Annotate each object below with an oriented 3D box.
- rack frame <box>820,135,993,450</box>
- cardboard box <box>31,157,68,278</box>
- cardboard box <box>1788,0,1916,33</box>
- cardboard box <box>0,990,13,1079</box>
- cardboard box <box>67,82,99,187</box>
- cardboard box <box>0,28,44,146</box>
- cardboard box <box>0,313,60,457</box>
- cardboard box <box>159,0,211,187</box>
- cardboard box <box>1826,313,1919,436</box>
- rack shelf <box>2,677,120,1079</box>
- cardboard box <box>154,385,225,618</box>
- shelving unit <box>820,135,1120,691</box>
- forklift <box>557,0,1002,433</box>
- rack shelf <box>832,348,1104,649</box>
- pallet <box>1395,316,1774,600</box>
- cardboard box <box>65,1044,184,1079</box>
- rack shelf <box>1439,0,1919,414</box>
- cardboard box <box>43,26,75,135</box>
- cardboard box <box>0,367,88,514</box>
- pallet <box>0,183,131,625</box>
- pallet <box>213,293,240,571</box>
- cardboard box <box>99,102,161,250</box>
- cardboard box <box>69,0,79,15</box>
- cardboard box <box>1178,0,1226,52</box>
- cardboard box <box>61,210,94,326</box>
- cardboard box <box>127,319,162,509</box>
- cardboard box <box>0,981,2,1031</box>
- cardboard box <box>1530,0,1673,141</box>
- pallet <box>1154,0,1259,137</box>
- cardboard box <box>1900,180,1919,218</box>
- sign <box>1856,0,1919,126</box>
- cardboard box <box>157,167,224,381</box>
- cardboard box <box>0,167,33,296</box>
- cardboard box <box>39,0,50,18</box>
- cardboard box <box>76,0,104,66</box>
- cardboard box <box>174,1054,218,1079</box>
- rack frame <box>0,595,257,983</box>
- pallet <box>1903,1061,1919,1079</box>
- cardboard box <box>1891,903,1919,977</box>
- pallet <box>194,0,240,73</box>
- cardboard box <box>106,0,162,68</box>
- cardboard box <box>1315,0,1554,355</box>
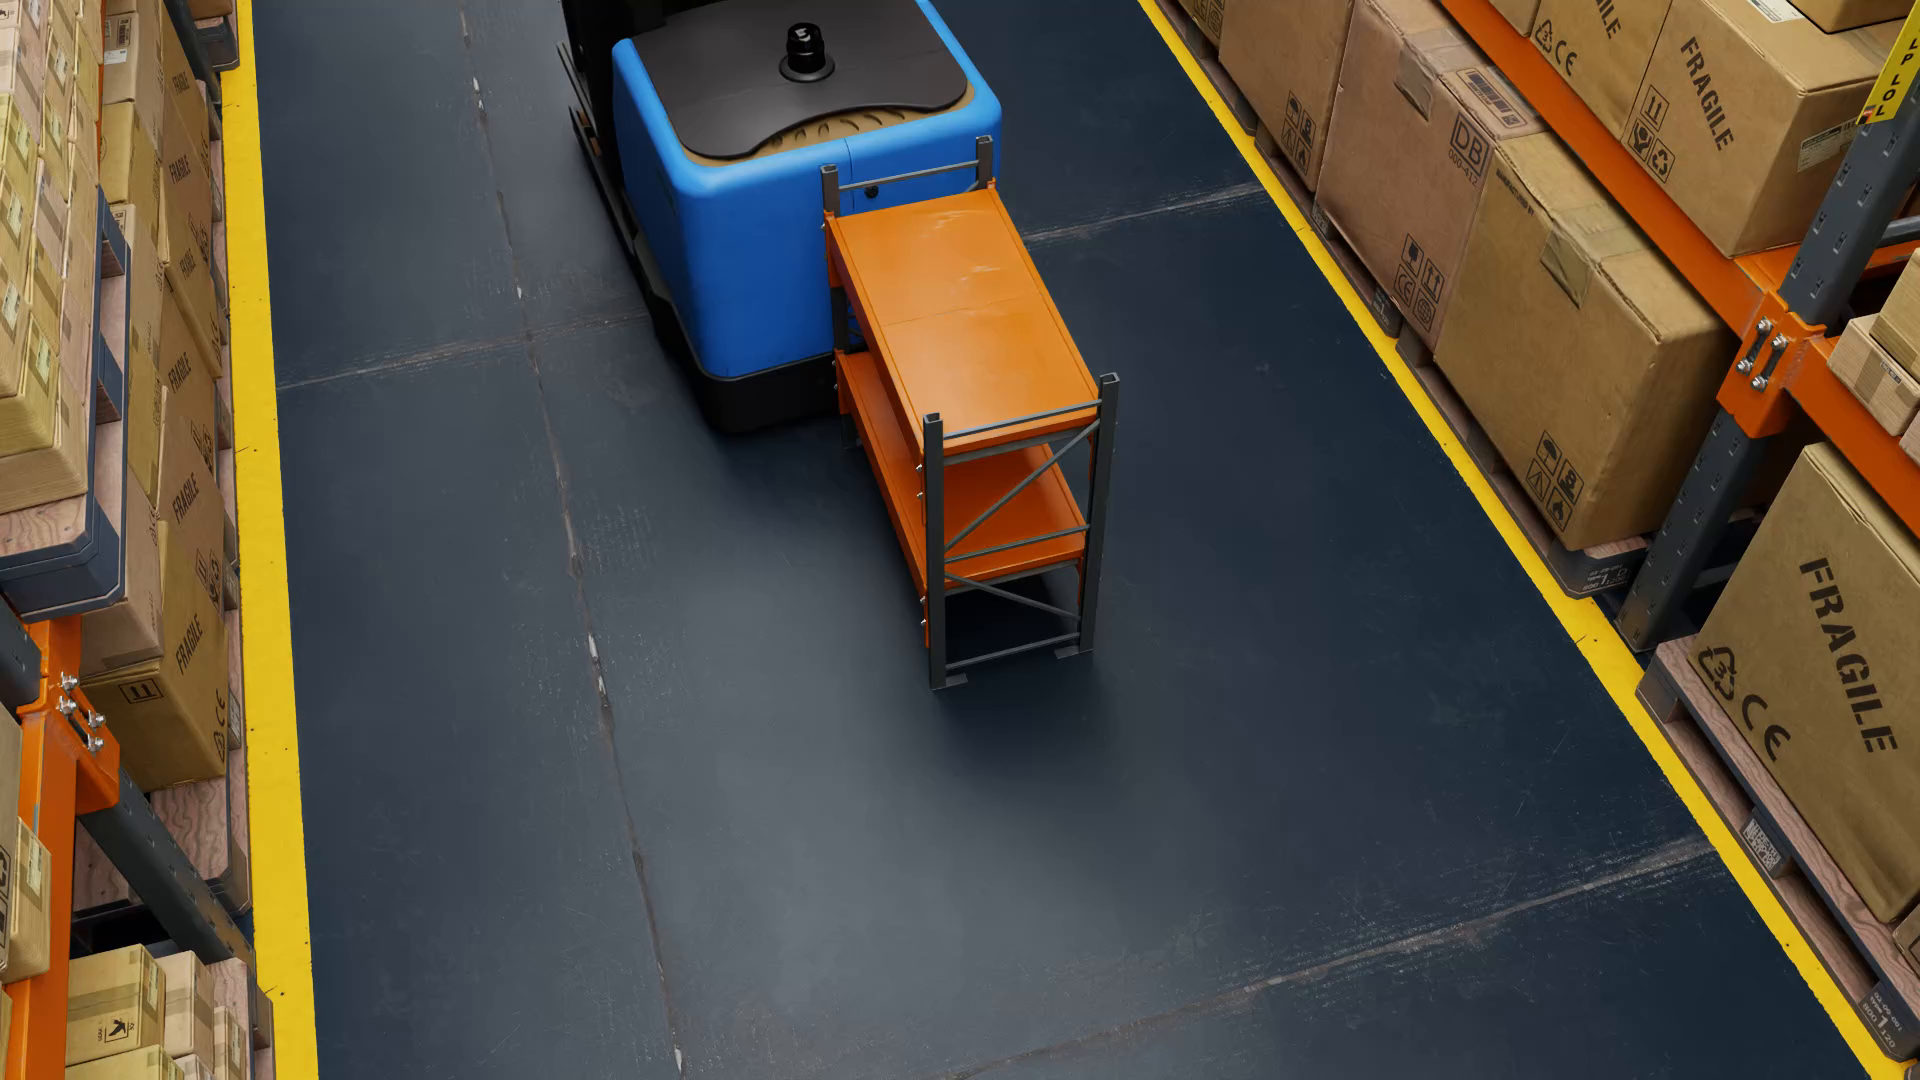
[{"bbox_3d":[-0.148,-0.729,5.129,0.500,1.125,0.032,-13,51,-11],"label":"rack frame"},{"bbox_3d":[-2.131,-0.652,3.533,0.380,0.149,0.250,-12,51,-10],"label":"cardboard box"},{"bbox_3d":[2.273,-1.601,3.916,0.797,0.503,0.637,-15,51,-12],"label":"cardboard box"},{"bbox_3d":[-1.788,0.876,2.714,0.380,0.149,0.250,-11,51,-10],"label":"cardboard box"},{"bbox_3d":[-2.282,-0.933,3.965,0.380,0.149,0.250,-15,52,-13],"label":"cardboard box"},{"bbox_3d":[-2.209,-0.944,3.584,0.380,0.149,0.250,-14,51,-11],"label":"cardboard box"},{"bbox_3d":[-1.975,-0.275,3.215,0.380,0.149,0.250,-13,51,-10],"label":"cardboard box"},{"bbox_3d":[-3.037,-1.563,5.966,0.500,0.500,0.500,-14,51,-11],"label":"cardboard box"},{"bbox_3d":[2.239,-0.409,3.797,0.380,0.149,0.250,-13,51,-11],"label":"cardboard box"},{"bbox_3d":[-1.707,1.959,2.107,1.077,0.370,4.000,-13,51,-11],"label":"rack shelf"},{"bbox_3d":[-2.422,-0.049,4.689,0.500,0.500,0.500,-11,51,-9],"label":"cardboard box"},{"bbox_3d":[0.002,-0.358,4.816,0.538,1.125,1.048,-13,51,-11],"label":"shelving unit"},{"bbox_3d":[-0.875,-2.449,5.397,1.130,2.935,3.031,-17,52,-14],"label":"forklift"},{"bbox_3d":[0.002,-0.200,5.003,0.538,0.278,1.000,-13,51,-11],"label":"rack shelf"},{"bbox_3d":[2.170,-0.429,5.473,1.003,0.211,1.213,-13,51,-11],"label":"pallet"},{"bbox_3d":[-1.831,1.237,3.446,0.380,0.149,0.250,-13,51,-11],"label":"cardboard box"},{"bbox_3d":[1.878,-2.010,5.453,1.077,0.370,4.000,-13,51,-11],"label":"rack shelf"},{"bbox_3d":[-2.290,-1.039,3.859,0.380,0.149,0.250,-11,51,-10],"label":"cardboard box"},{"bbox_3d":[-1.975,-0.179,3.329,0.380,0.149,0.250,-16,52,-13],"label":"cardboard box"},{"bbox_3d":[-2.385,-0.262,3.635,1.003,0.211,1.213,-13,51,-11],"label":"pallet"},{"bbox_3d":[-2.894,-0.295,5.361,1.003,0.211,1.213,-13,51,-11],"label":"pallet"},{"bbox_3d":[-2.733,-1.045,5.039,0.500,0.250,0.500,-12,51,-10],"label":"cardboard box"},{"bbox_3d":[-2.440,-1.417,4.178,0.380,0.149,0.250,-14,51,-12],"label":"cardboard box"},{"bbox_3d":[1.471,-2.644,6.632,1.225,0.875,0.875,-15,52,-13],"label":"cardboard box"},{"bbox_3d":[-2.133,-0.564,3.653,0.380,0.149,0.250,-13,51,-11],"label":"cardboard box"},{"bbox_3d":[-2.424,-0.292,4.404,0.500,0.250,0.500,-12,51,-10],"label":"cardboard box"},{"bbox_3d":[-1.733,0.808,2.347,0.500,0.500,0.500,-15,51,-12],"label":"cardboard box"},{"bbox_3d":[1.931,-1.456,4.450,0.500,0.500,0.500,-12,51,-10],"label":"cardboard box"},{"bbox_3d":[1.448,-2.211,6.976,1.003,0.211,1.213,-13,51,-11],"label":"pallet"},{"bbox_3d":[2.572,-1.206,4.239,0.500,0.500,0.500,-13,51,-11],"label":"cardboard box"},{"bbox_3d":[1.954,-0.999,3.425,0.100,0.325,0.005,-13,51,-11],"label":"sign"},{"bbox_3d":[-2.715,-0.800,5.323,0.500,0.500,0.500,-15,52,-13],"label":"cardboard box"},{"bbox_3d":[-2.064,-0.573,3.272,0.380,0.149,0.250,-12,51,-10],"label":"cardboard box"},{"bbox_3d":[-2.359,-1.315,3.897,0.380,0.149,0.250,-12,51,-10],"label":"cardboard box"},{"bbox_3d":[-2.438,-1.316,4.288,0.380,0.149,0.250,-15,52,-13],"label":"cardboard box"},{"bbox_3d":[-1.810,1.307,3.581,0.380,0.149,0.250,-16,52,-13],"label":"cardboard box"},{"bbox_3d":[-2.298,0.267,3.063,1.000,3.000,0.127,-13,51,-11],"label":"rack frame"},{"bbox_3d":[2.984,1.584,3.777,1.003,0.211,1.213,-13,51,-11],"label":"pallet"},{"bbox_3d":[2.855,0.926,3.622,0.875,0.875,0.875,-13,51,-11],"label":"cardboard box"},{"bbox_3d":[-3.642,-2.349,7.092,1.003,0.211,1.213,-13,51,-11],"label":"pallet"},{"bbox_3d":[-3.029,-1.786,5.663,0.500,0.250,0.500,-14,51,-12],"label":"cardboard box"},{"bbox_3d":[1.996,-1.347,5.538,1.225,0.875,0.875,-15,51,-12],"label":"cardboard box"}]
